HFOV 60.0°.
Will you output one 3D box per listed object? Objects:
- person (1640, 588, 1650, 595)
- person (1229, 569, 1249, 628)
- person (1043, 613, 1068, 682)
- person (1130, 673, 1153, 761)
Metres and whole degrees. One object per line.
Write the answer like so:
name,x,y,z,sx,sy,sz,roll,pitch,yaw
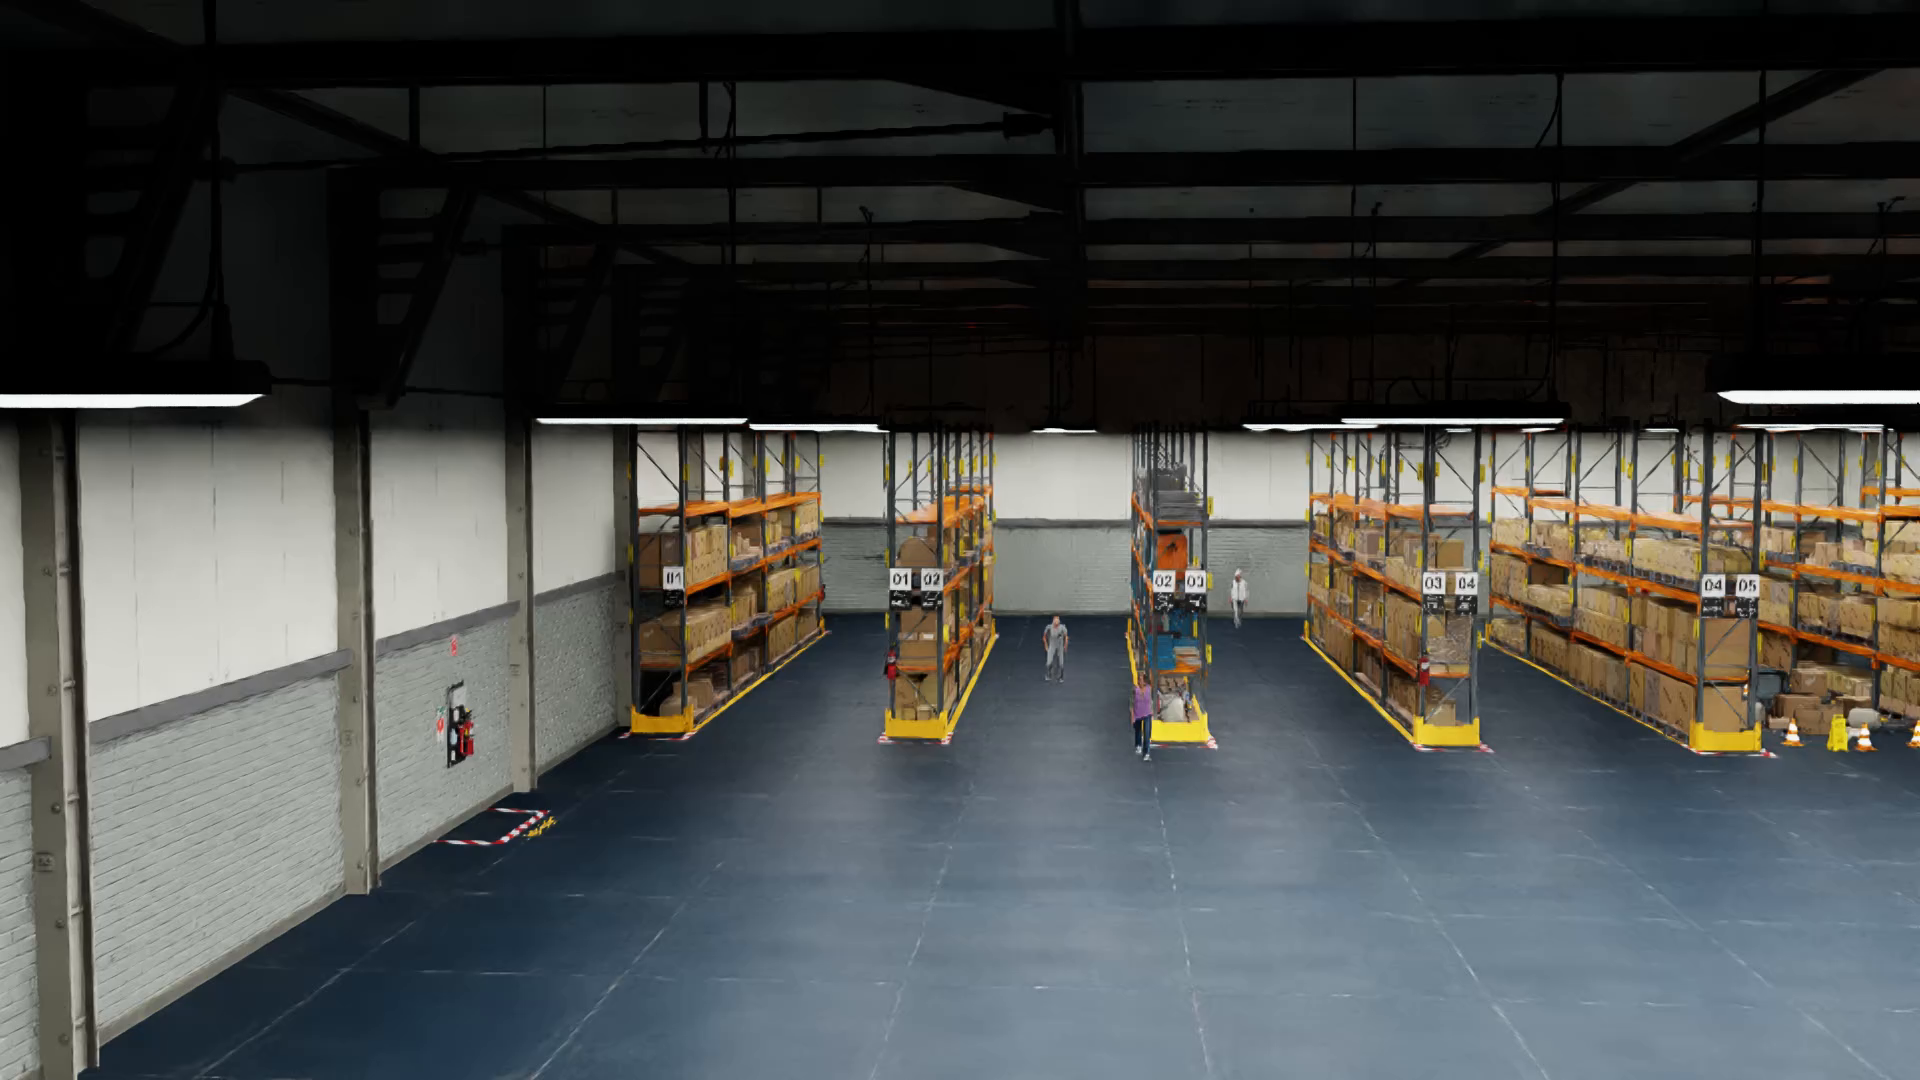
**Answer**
person,17.749,2.085,43.127,0.550,1.787,0.628,2,4,23
person,8.319,1.727,49.569,0.553,1.725,1.030,0,4,4
person,2.215,2.488,38.442,0.580,1.618,0.507,0,4,3
person,3.204,3.089,29.385,0.417,1.517,1.036,0,4,7
